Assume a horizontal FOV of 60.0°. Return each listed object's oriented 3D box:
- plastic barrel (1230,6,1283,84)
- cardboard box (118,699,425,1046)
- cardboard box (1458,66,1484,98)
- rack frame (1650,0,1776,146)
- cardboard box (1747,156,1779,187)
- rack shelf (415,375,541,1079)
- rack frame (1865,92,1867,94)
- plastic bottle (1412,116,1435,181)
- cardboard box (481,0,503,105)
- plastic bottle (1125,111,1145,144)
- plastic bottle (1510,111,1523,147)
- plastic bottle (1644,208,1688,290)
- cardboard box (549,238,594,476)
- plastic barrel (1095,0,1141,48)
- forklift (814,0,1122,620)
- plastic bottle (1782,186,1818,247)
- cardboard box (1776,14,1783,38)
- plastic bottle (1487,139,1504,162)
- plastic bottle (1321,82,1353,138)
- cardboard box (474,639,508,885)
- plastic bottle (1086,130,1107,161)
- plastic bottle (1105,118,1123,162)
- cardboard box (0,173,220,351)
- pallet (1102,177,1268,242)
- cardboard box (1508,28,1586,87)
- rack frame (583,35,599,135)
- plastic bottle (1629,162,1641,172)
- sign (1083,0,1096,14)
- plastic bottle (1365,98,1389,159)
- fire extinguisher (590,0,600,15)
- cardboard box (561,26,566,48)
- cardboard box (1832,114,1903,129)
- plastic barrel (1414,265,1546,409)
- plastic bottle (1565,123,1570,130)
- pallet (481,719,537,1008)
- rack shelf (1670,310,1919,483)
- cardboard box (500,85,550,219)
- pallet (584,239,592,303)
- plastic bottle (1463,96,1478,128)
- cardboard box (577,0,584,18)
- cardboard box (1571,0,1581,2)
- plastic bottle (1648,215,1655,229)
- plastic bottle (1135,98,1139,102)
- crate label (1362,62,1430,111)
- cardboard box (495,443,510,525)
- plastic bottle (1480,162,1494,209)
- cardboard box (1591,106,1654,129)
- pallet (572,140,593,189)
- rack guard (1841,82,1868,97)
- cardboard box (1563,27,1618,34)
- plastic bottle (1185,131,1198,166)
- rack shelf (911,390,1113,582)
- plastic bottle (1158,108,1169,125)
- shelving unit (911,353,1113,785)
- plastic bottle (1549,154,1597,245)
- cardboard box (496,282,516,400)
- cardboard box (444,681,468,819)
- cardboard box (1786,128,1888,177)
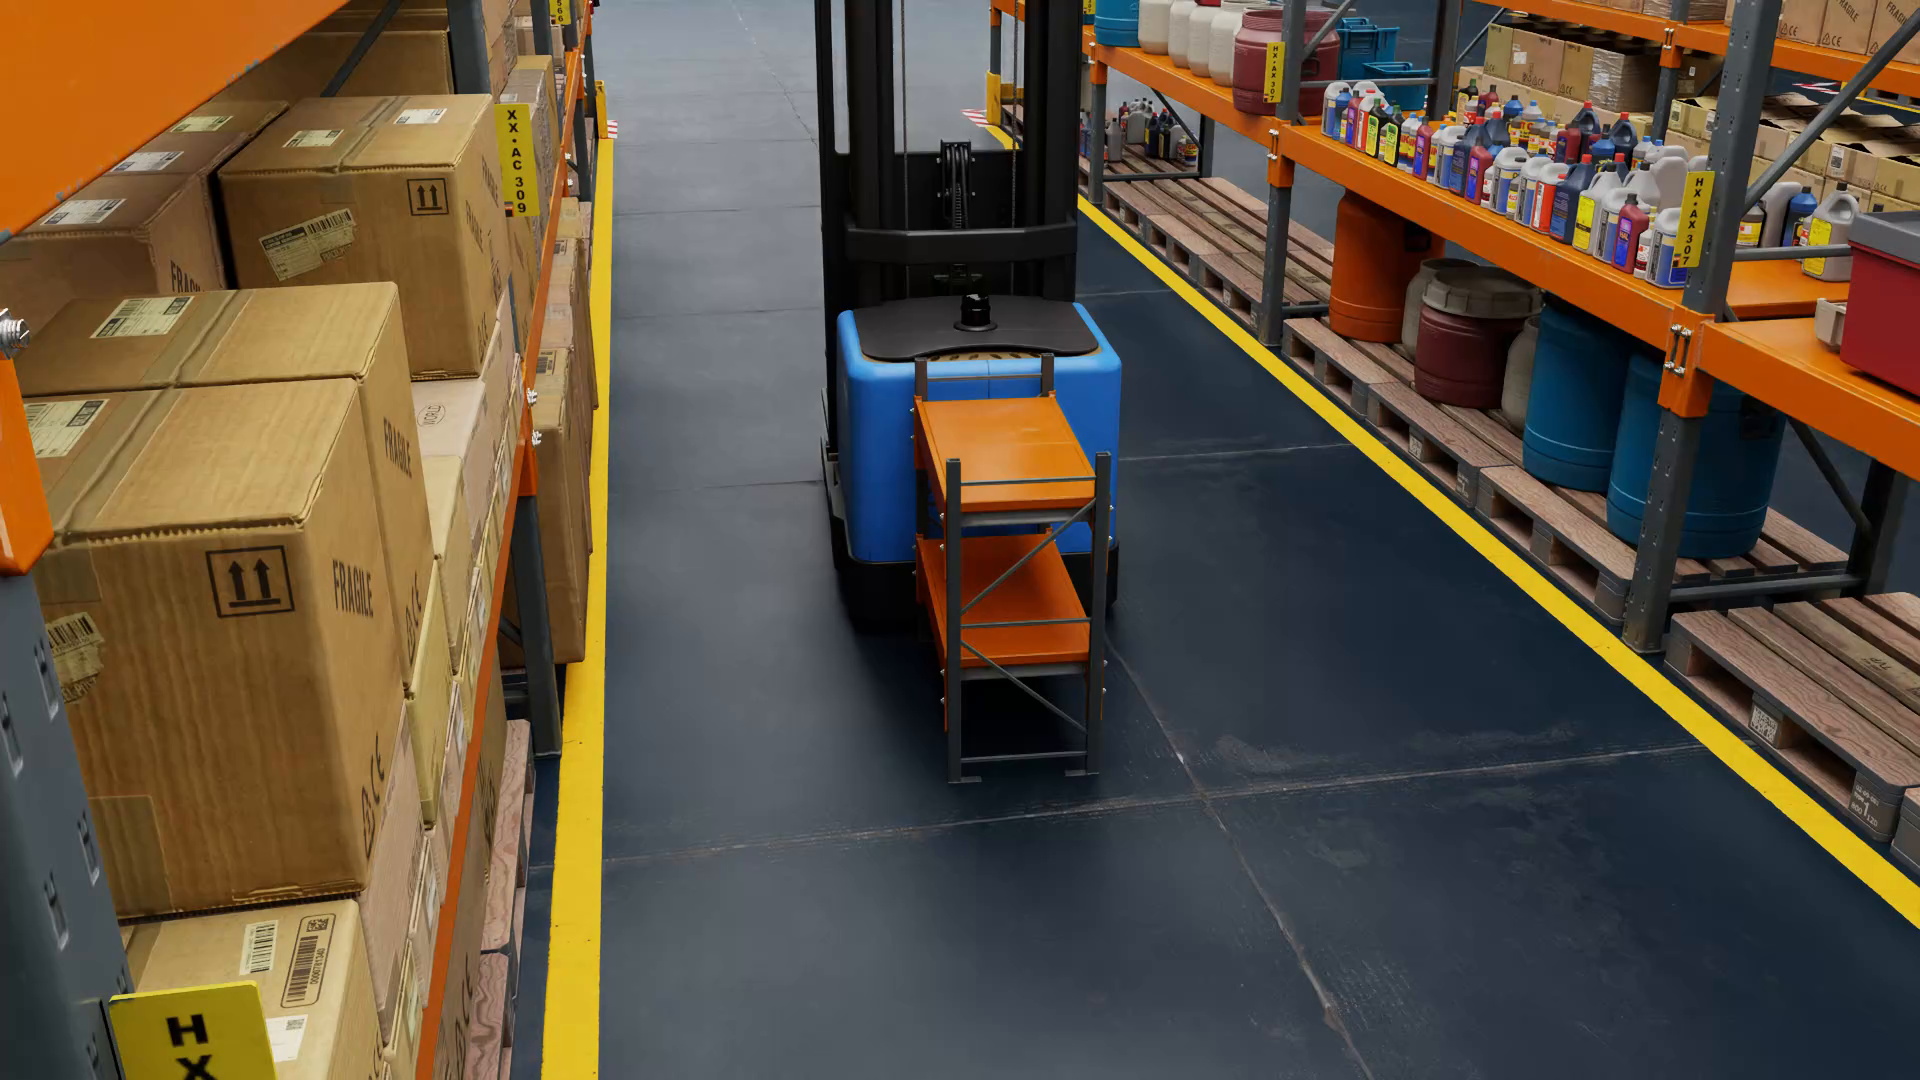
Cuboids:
[{"bbox_3d":[1.889,-3.012,10.260,0.421,0.512,0.421,0,24,0],"label":"plastic barrel"},{"bbox_3d":[-1.026,0.460,2.264,0.500,0.250,0.500,-5,24,-10],"label":"cardboard box"},{"bbox_3d":[5.559,-4.789,17.379,0.500,0.250,0.500,-4,24,-10],"label":"cardboard box"},{"bbox_3d":[6.418,-4.511,13.831,1.000,3.000,0.127,-4,24,-10],"label":"rack frame"},{"bbox_3d":[6.441,-2.862,12.965,0.500,0.250,0.500,-5,24,-11],"label":"cardboard box"},{"bbox_3d":[-1.469,0.484,3.293,1.077,0.370,4.000,-4,24,-10],"label":"rack shelf"},{"bbox_3d":[10.546,-6.452,18.276,1.000,3.000,0.127,-4,24,-10],"label":"rack frame"},{"bbox_3d":[2.220,-1.867,7.923,0.061,0.283,0.133,-4,24,-10],"label":"plastic bottle"},{"bbox_3d":[-2.211,-1.903,6.481,0.797,0.503,0.637,-4,24,-8],"label":"cardboard box"},{"bbox_3d":[1.553,-3.668,14.754,0.152,0.276,0.135,-4,24,-10],"label":"plastic bottle"},{"bbox_3d":[2.883,-2.101,8.562,0.097,0.201,0.097,0,24,0],"label":"plastic bottle"},{"bbox_3d":[2.638,-1.073,6.115,0.152,0.276,0.135,-4,24,-10],"label":"plastic bottle"},{"bbox_3d":[-2.314,-0.800,7.465,1.225,0.875,0.875,-4,24,-10],"label":"cardboard box"},{"bbox_3d":[1.323,-4.201,12.495,0.600,0.901,0.708,-4,24,-10],"label":"plastic barrel"},{"bbox_3d":[-0.075,-1.591,7.231,1.130,2.935,3.031,-3,24,-6],"label":"forklift"},{"bbox_3d":[3.298,-1.251,6.527,0.097,0.271,0.097,0,24,0],"label":"plastic bottle"},{"bbox_3d":[6.381,-4.032,13.048,0.380,0.149,0.250,-4,24,-10],"label":"cardboard box"},{"bbox_3d":[2.396,-1.658,7.459,0.097,0.271,0.097,0,24,0],"label":"plastic bottle"},{"bbox_3d":[2.051,-2.321,8.973,0.152,0.276,0.135,-4,24,-10],"label":"plastic bottle"},{"bbox_3d":[-1.796,0.414,4.684,0.875,0.875,0.875,-4,24,-10],"label":"cardboard box"},{"bbox_3d":[1.147,-3.365,13.968,0.144,0.351,0.185,-5,24,-11],"label":"plastic bottle"},{"bbox_3d":[1.288,-3.376,13.992,0.144,0.351,0.185,-4,24,-10],"label":"plastic bottle"},{"bbox_3d":[-1.818,-0.438,3.384,0.500,0.500,0.500,-5,24,-11],"label":"cardboard box"},{"bbox_3d":[1.732,-2.562,12.852,1.003,0.211,1.213,-4,24,-10],"label":"pallet"},{"bbox_3d":[5.758,-4.741,16.331,0.500,0.500,0.500,-4,24,-10],"label":"cardboard box"},{"bbox_3d":[-4.058,-5.353,15.758,1.000,3.000,0.127,-4,24,-10],"label":"rack frame"},{"bbox_3d":[2.984,-1.557,7.316,0.097,0.201,0.097,0,24,0],"label":"plastic bottle"},{"bbox_3d":[1.006,-4.236,12.856,0.100,0.325,0.005,-4,24,-10],"label":"sign"},{"bbox_3d":[2.117,-2.087,8.426,0.061,0.283,0.133,-4,24,-10],"label":"plastic bottle"},{"bbox_3d":[-3.626,-5.396,15.954,0.296,0.674,0.183,-4,24,-10],"label":"fire extinguisher"},{"bbox_3d":[-3.063,-3.771,12.450,0.380,0.149,0.250,-4,24,-10],"label":"cardboard box"},{"bbox_3d":[6.967,-3.162,12.951,0.500,0.311,0.500,-4,24,-10],"label":"cardboard box"},{"bbox_3d":[2.605,-1.024,8.336,0.600,0.588,0.708,-4,24,-10],"label":"plastic barrel"},{"bbox_3d":[2.994,-1.942,8.094,0.061,0.283,0.133,-4,24,-10],"label":"plastic bottle"},{"bbox_3d":[-1.775,0.950,4.811,1.003,0.211,1.213,-4,24,-10],"label":"pallet"},{"bbox_3d":[3.398,0.117,4.133,1.077,0.370,4.000,-4,24,-10],"label":"rack shelf"},{"bbox_3d":[-2.058,-1.675,7.213,0.500,0.500,0.500,-5,24,-11],"label":"cardboard box"},{"bbox_3d":[-2.944,-1.714,10.912,1.003,0.211,1.213,-4,24,-10],"label":"pallet"},{"bbox_3d":[2.786,-2.307,9.033,0.097,0.201,0.097,0,24,0],"label":"plastic bottle"},{"bbox_3d":[-3.399,-4.342,12.948,0.875,0.500,0.500,-4,24,-10],"label":"cardboard box"},{"bbox_3d":[6.041,-5.337,15.597,0.700,0.500,0.500,-4,24,-8],"label":"cardboard box"},{"bbox_3d":[2.625,-1.140,6.360,0.097,0.201,0.097,0,24,0],"label":"plastic bottle"},{"bbox_3d":[1.619,-3.941,15.371,0.061,0.283,0.133,-4,24,-8],"label":"plastic bottle"},{"bbox_3d":[2.579,-2.689,9.869,0.303,0.233,0.416,-4,24,-10],"label":"crate label"},{"bbox_3d":[-1.318,-0.118,4.087,0.380,0.149,0.250,-4,24,-9],"label":"cardboard box"},{"bbox_3d":[2.361,-1.569,7.343,0.097,0.201,0.097,0,24,0],"label":"plastic bottle"},{"bbox_3d":[6.034,-3.807,15.130,0.500,0.250,0.500,-4,24,-10],"label":"cardboard box"},{"bbox_3d":[-3.706,-3.244,14.413,1.003,0.211,1.213,-4,24,-10],"label":"pallet"},{"bbox_3d":[10.560,-5.277,18.708,1.175,0.500,0.348,-4,24,-10],"label":"rack guard"},{"bbox_3d":[6.269,-4.779,16.419,0.500,0.500,0.500,-4,24,-10],"label":"cardboard box"},{"bbox_3d":[1.921,-3.255,13.814,0.097,0.271,0.097,0,24,0],"label":"plastic bottle"},{"bbox_3d":[0.148,-0.206,5.584,0.538,0.278,1.000,-3,24,-6],"label":"rack shelf"},{"bbox_3d":[1.773,-3.556,14.404,0.144,0.351,0.185,-5,24,-12],"label":"plastic bottle"},{"bbox_3d":[0.148,0.063,5.701,0.538,1.125,1.048,-3,24,-6],"label":"shelving unit"},{"bbox_3d":[2.503,-1.387,6.739,0.144,0.351,0.185,-4,24,-10],"label":"plastic bottle"},{"bbox_3d":[-1.500,-0.546,4.568,0.500,0.250,0.500,-5,24,-11],"label":"cardboard box"},{"bbox_3d":[-1.081,0.386,2.932,0.380,0.149,0.250,-5,24,-10],"label":"cardboard box"},{"bbox_3d":[6.535,-2.915,12.386,0.500,0.311,0.500,-4,24,-8],"label":"cardboard box"}]
